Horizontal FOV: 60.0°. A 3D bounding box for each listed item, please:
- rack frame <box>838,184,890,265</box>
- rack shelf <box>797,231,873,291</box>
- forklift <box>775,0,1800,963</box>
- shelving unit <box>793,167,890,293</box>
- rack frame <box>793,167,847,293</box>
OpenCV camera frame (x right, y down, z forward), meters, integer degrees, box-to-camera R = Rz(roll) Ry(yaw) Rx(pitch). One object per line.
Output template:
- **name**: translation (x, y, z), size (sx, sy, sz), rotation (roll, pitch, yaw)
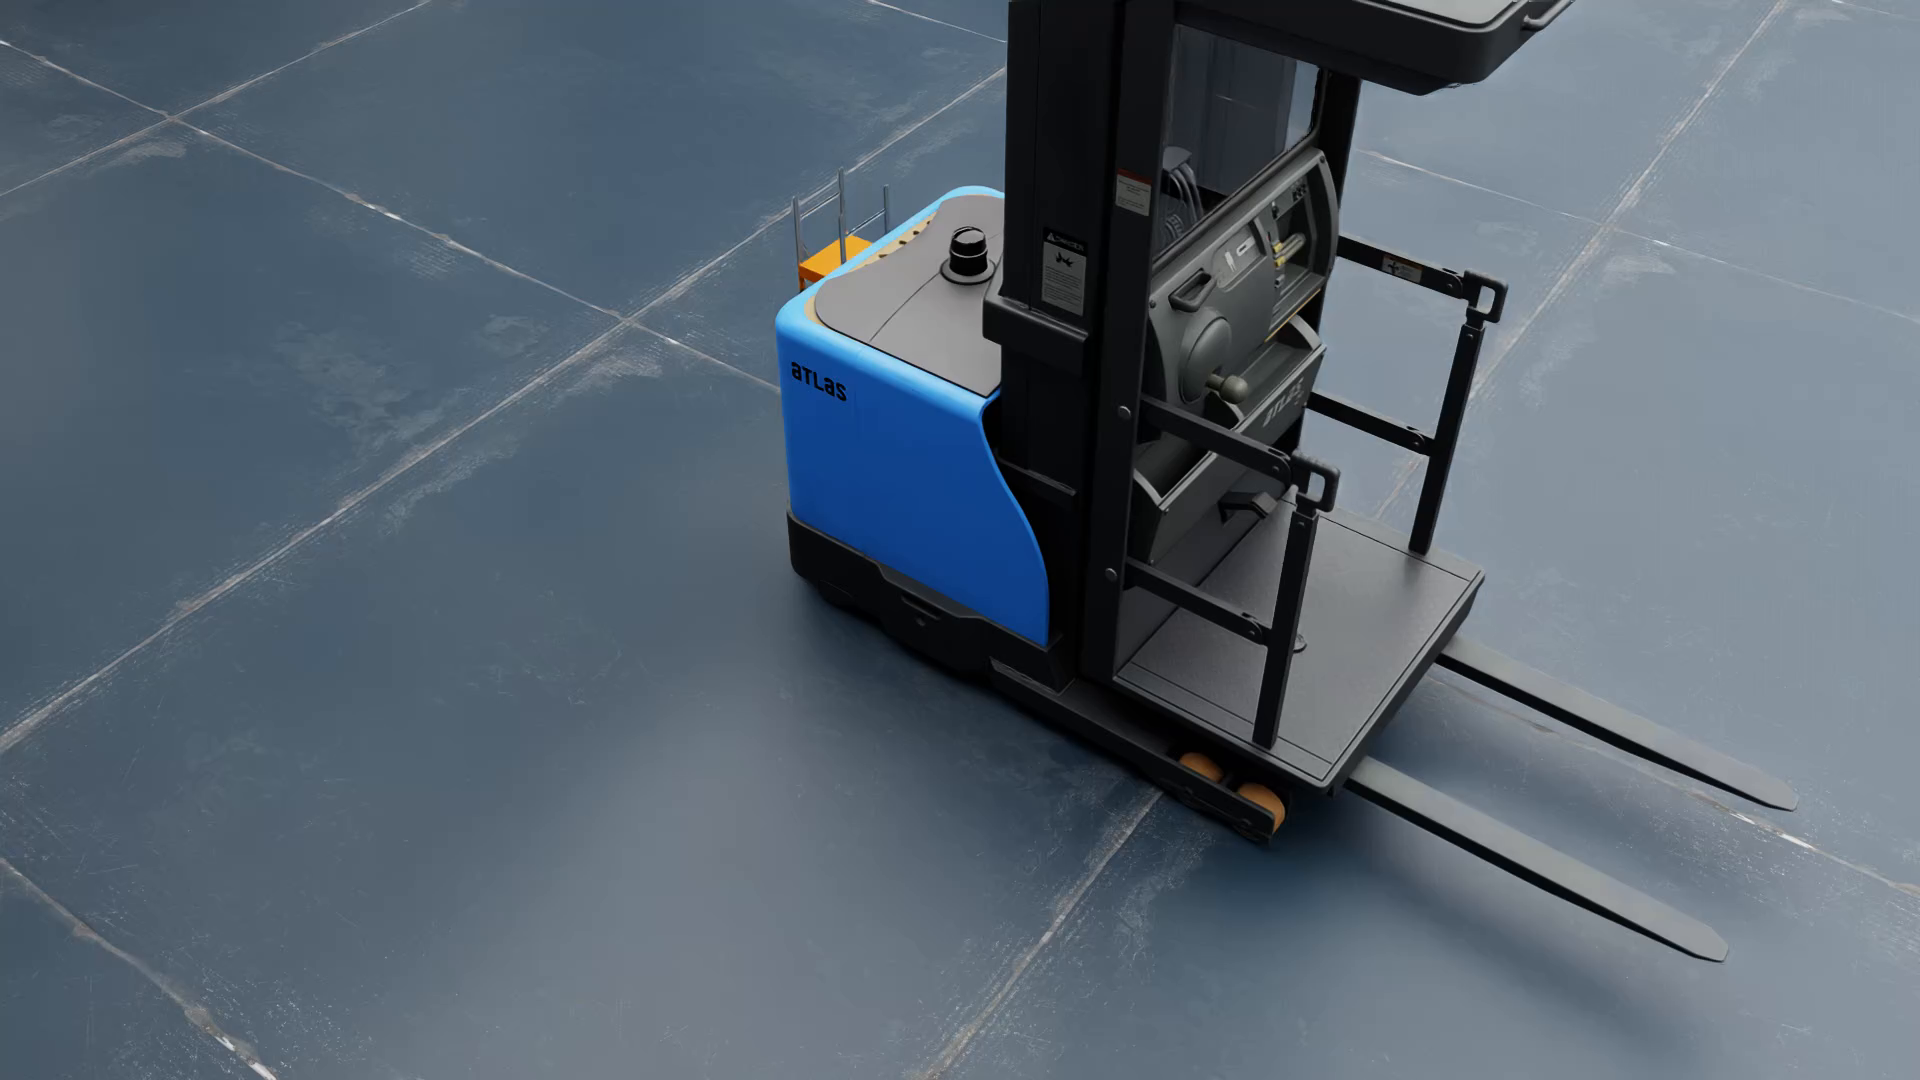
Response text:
- **rack frame**: translation (-0.296, -0.599, 5.520), size (0.006, 1.200, 0.240), rotation (26, 48, 26)
- **rack shelf**: translation (-0.370, -0.871, 5.350), size (0.180, 0.103, 0.258), rotation (26, 48, 26)
- **forklift**: translation (0.920, -0.635, 4.262), size (3.031, 2.935, 1.130), rotation (26, 48, 26)
- **shelving unit**: translation (-0.370, -0.636, 5.560), size (0.189, 1.200, 0.258), rotation (26, 48, 26)
- **rack frame**: translation (-0.443, -0.672, 5.601), size (0.006, 1.200, 0.240), rotation (26, 48, 26)
